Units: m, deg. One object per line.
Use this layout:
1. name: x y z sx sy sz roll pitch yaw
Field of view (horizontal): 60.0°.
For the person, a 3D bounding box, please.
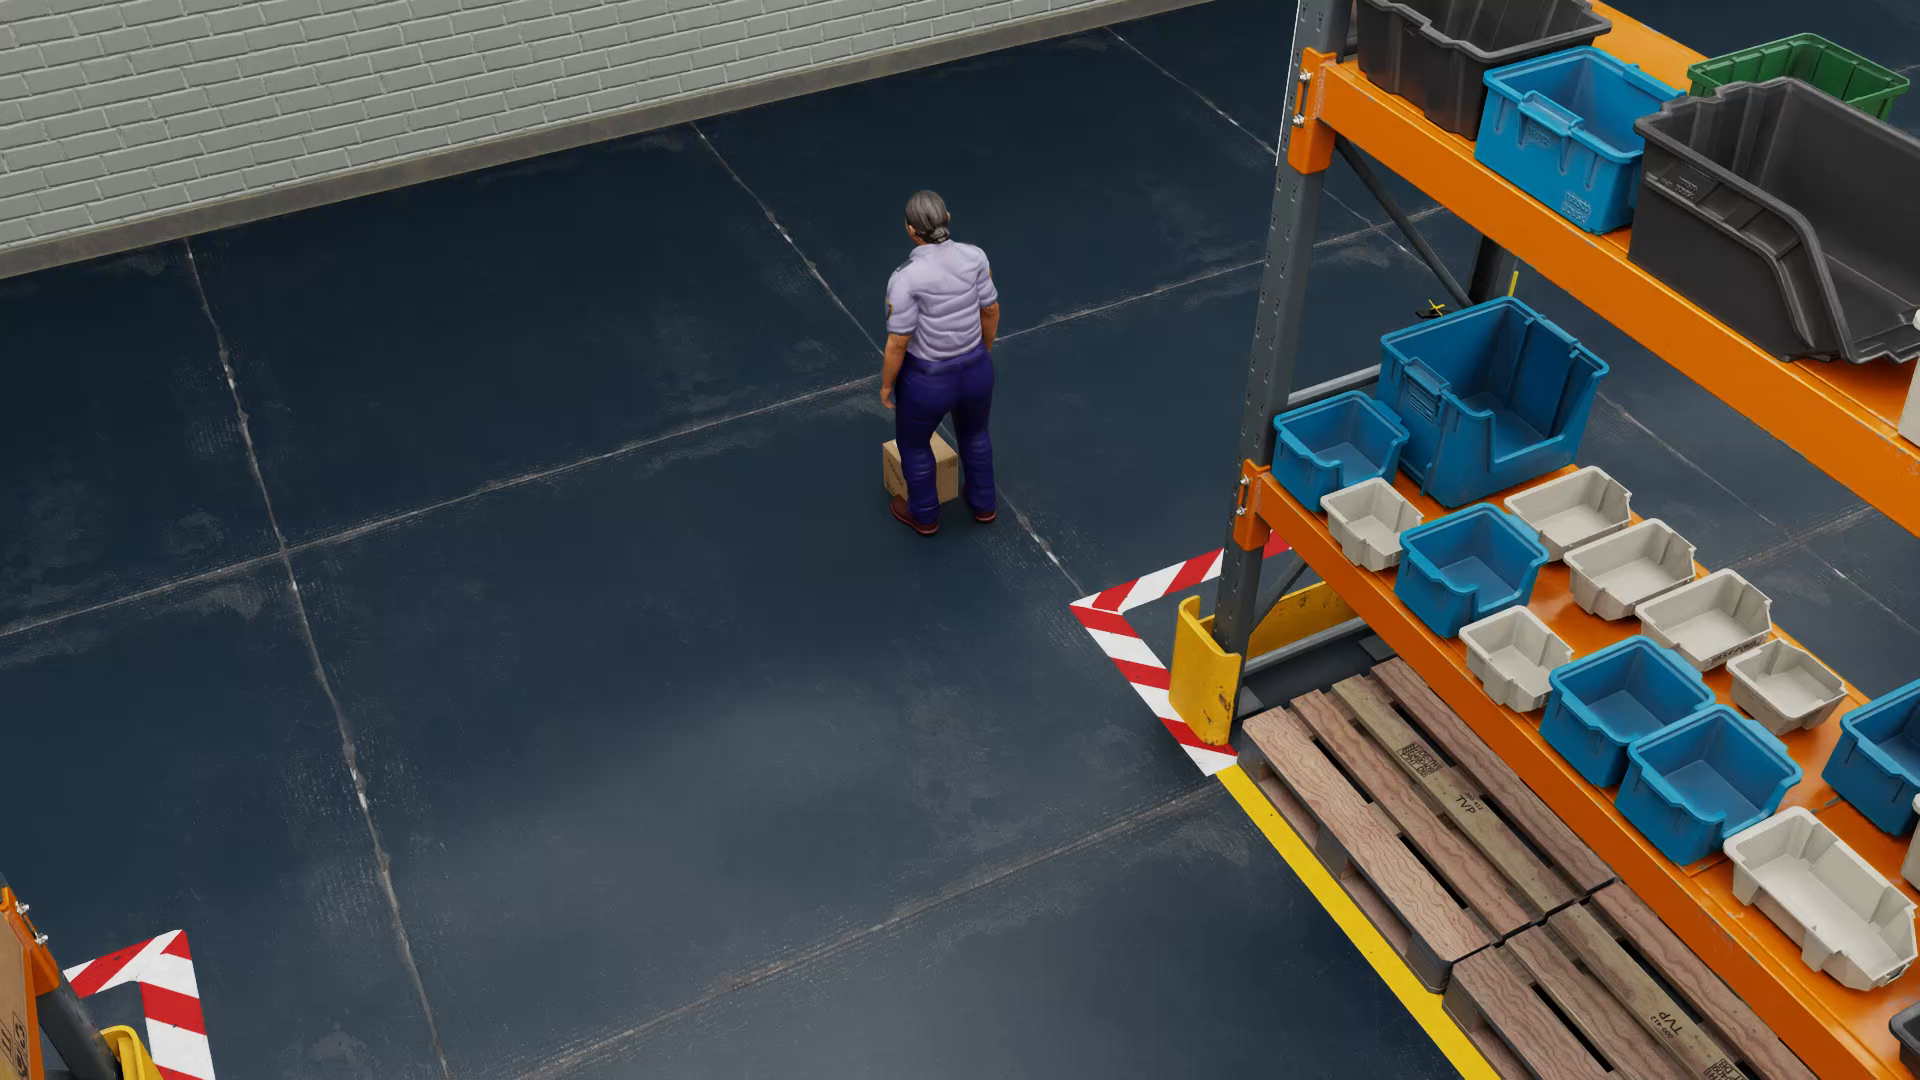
1. person: -0.083 -0.717 6.974 0.563 1.653 0.418 -21 46 -22
